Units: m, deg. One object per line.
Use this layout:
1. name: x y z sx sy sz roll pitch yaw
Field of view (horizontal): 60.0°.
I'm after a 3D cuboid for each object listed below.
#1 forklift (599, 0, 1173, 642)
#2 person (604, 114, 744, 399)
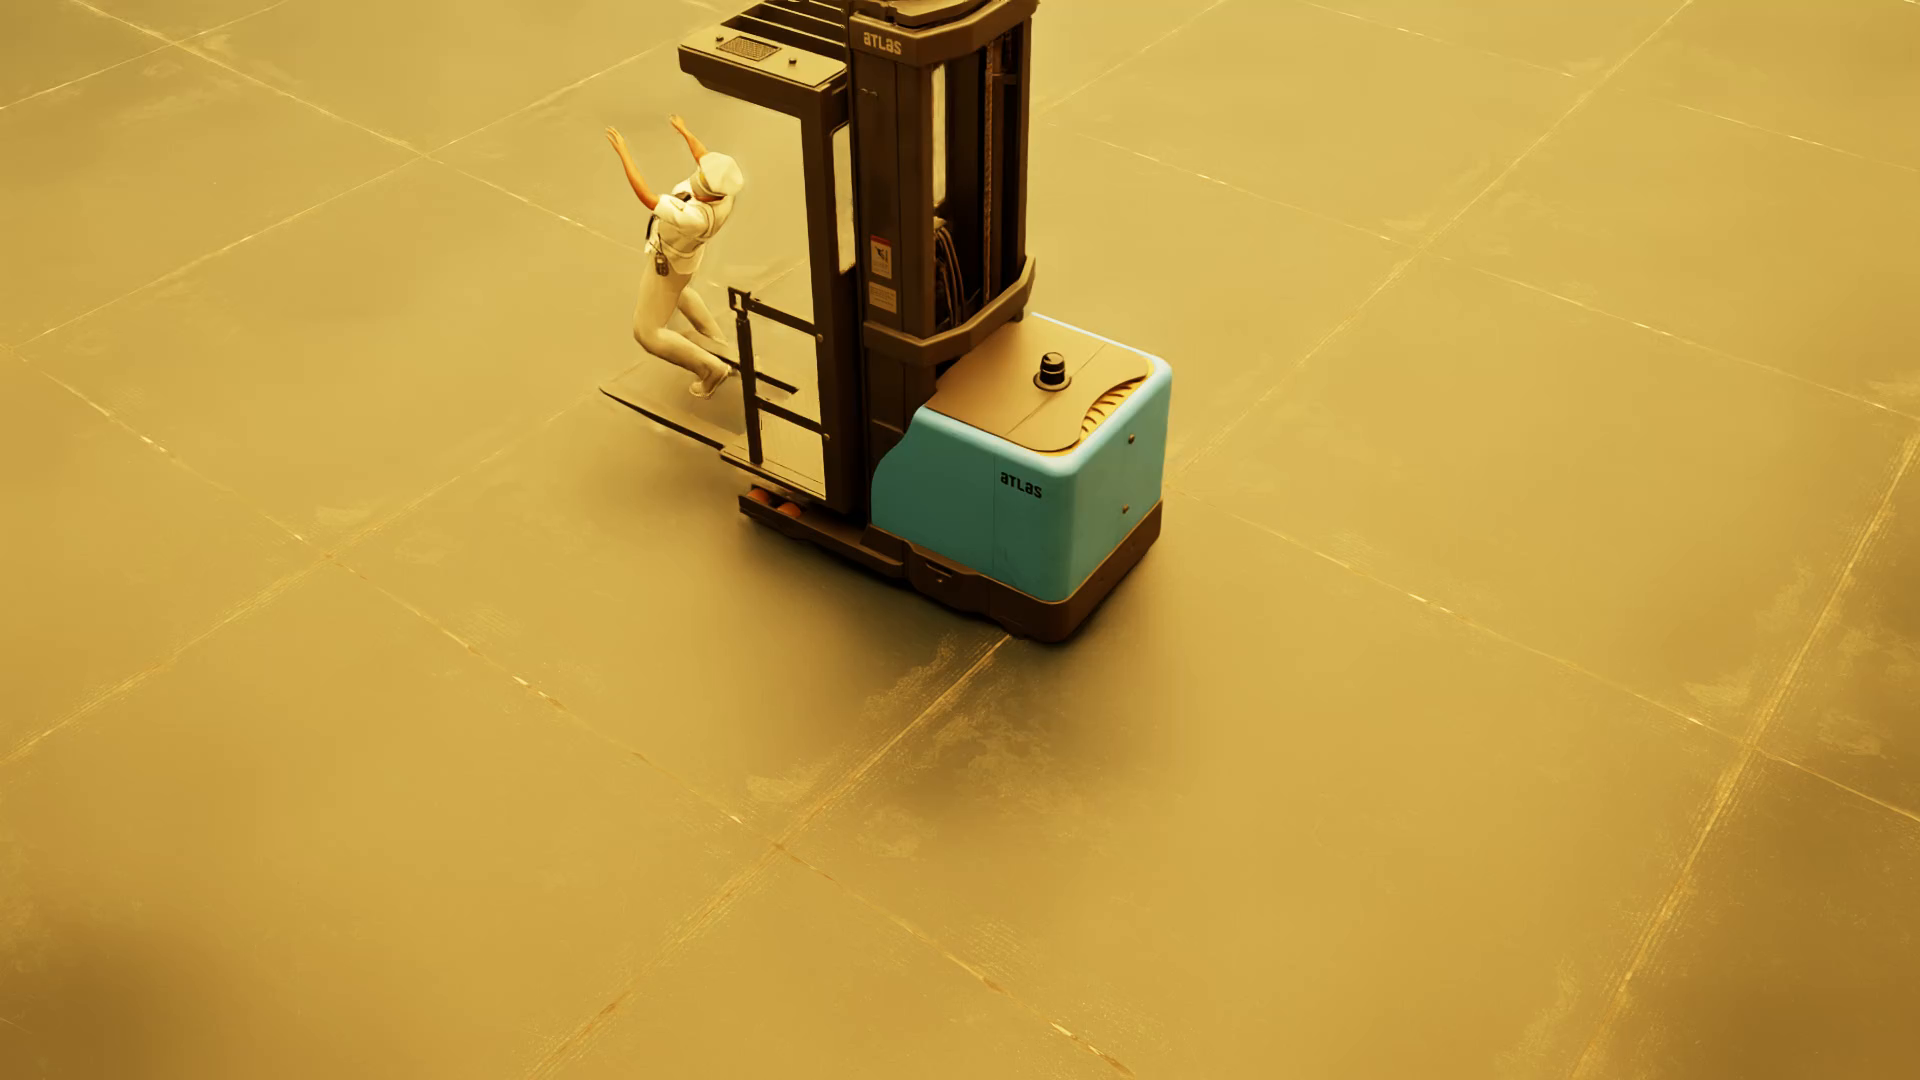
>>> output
1. forklift: -0.508 -1.397 7.712 3.031 2.935 1.130 24 46 25
2. person: -1.414 -1.641 9.044 0.695 1.543 0.993 5 41 5
